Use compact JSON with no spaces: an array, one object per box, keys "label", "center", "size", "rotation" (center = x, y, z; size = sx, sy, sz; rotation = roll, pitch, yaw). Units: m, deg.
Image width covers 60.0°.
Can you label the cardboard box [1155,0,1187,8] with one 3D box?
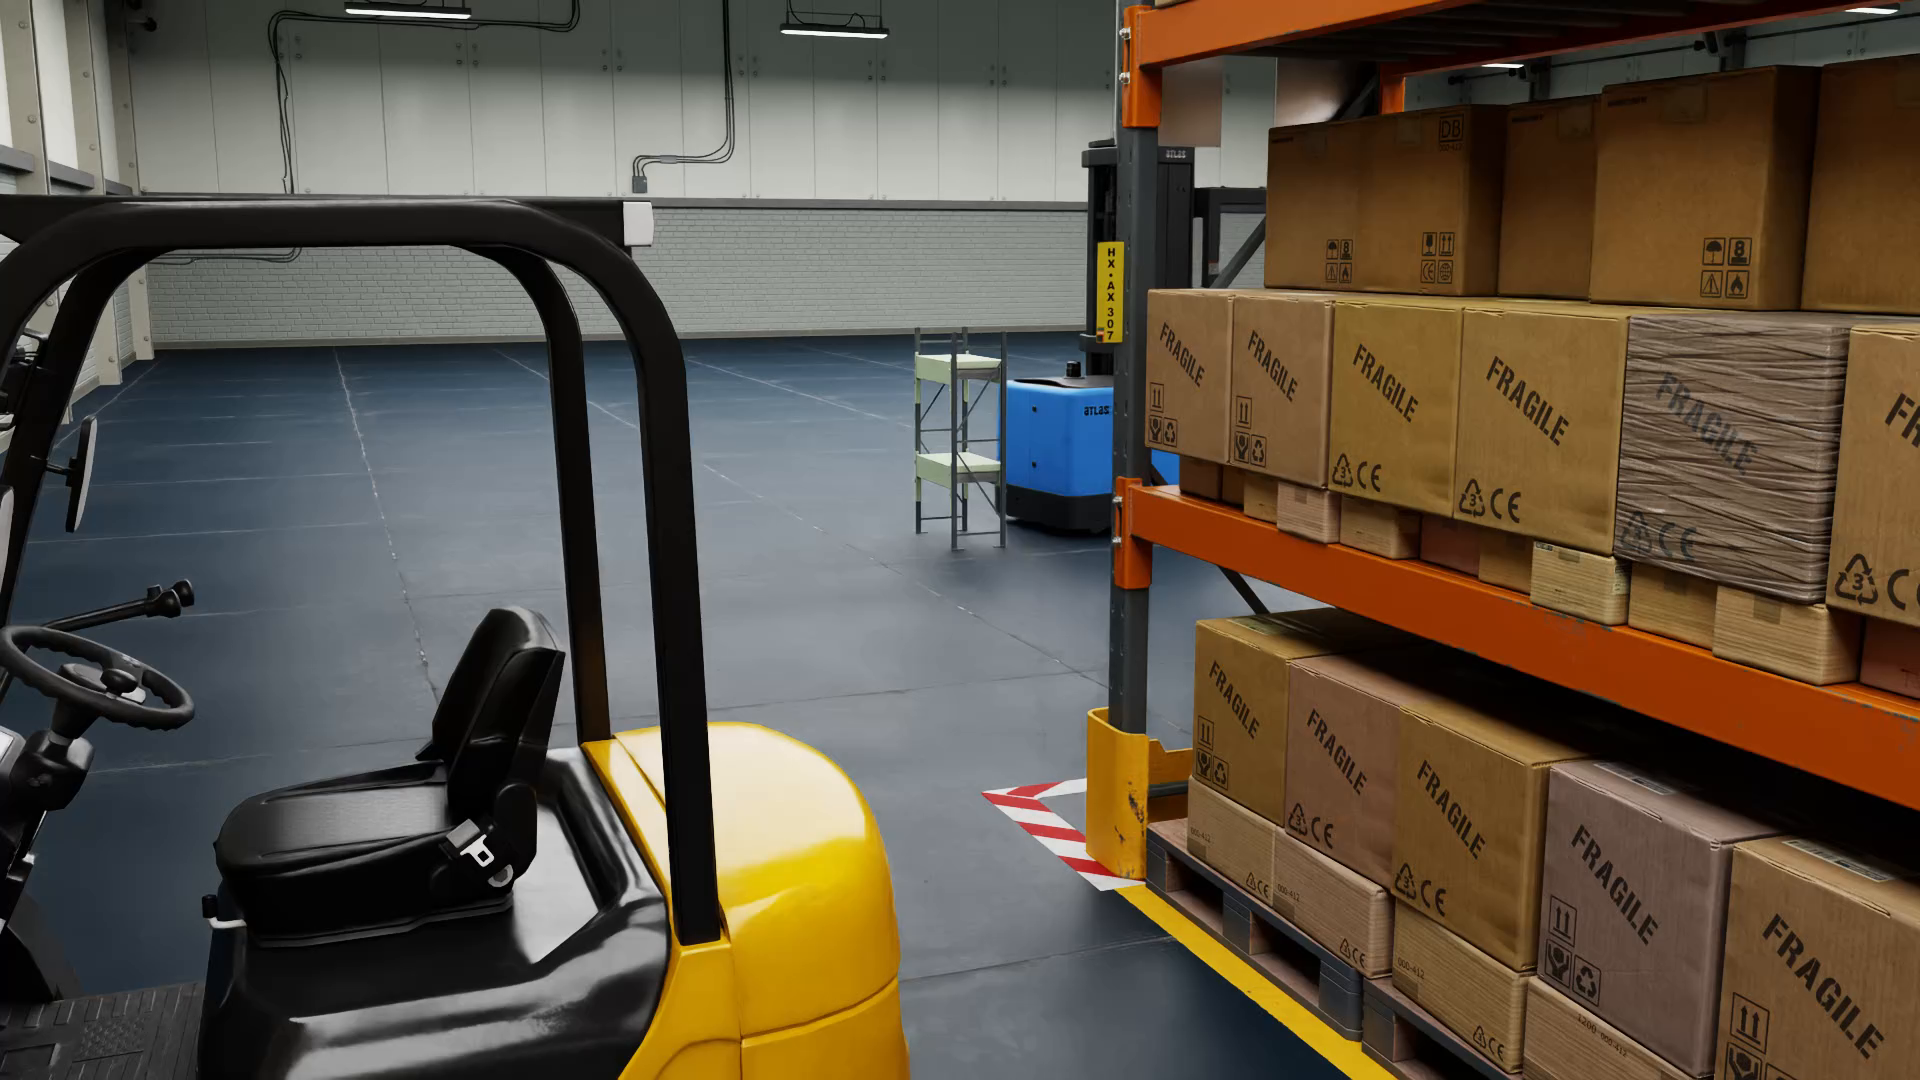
[{"label":"cardboard box","center":[0.817,-1.696,5.041],"size":[0.380,0.149,0.250],"rotation":[-4,11,-21]}]

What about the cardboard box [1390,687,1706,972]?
[{"label":"cardboard box","center":[1.411,0.681,4.038],"size":[0.500,0.500,0.500],"rotation":[-4,11,-20]}]

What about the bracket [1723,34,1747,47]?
[{"label":"bracket","center":[16.268,-10.483,34.880],"size":[0.235,0.232,0.430],"rotation":[-4,11,-21]}]

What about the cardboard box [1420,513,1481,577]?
[{"label":"cardboard box","center":[1.381,-0.013,4.143],"size":[0.380,0.149,0.250],"rotation":[-4,11,-19]}]

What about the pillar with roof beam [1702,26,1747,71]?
[{"label":"pillar with roof beam","center":[12.436,-8.528,34.167],"size":[9.100,9.000,0.548],"rotation":[-4,11,-21]}]

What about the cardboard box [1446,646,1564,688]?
[{"label":"cardboard box","center":[1.725,0.560,4.720],"size":[0.500,0.500,0.500],"rotation":[-3,11,-19]}]

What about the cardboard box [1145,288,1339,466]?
[{"label":"cardboard box","center":[0.912,-0.518,5.133],"size":[0.500,0.500,0.500],"rotation":[-4,11,-22]}]

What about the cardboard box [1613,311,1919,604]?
[{"label":"cardboard box","center":[1.671,-0.185,3.260],"size":[0.500,0.500,0.500],"rotation":[-4,11,-19]}]

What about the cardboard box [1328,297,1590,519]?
[{"label":"cardboard box","center":[1.289,-0.351,4.192],"size":[0.500,0.500,0.500],"rotation":[-4,11,-22]}]

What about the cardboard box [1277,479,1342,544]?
[{"label":"cardboard box","center":[1.104,-0.092,4.590],"size":[0.380,0.149,0.250],"rotation":[-4,11,-20]}]

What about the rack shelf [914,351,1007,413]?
[{"label":"rack shelf","center":[-0.002,-1.124,11.727],"size":[0.431,0.370,0.720],"rotation":[-4,11,-21]}]

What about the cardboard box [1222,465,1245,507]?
[{"label":"cardboard box","center":[1.034,-0.185,5.111],"size":[0.380,0.149,0.250],"rotation":[-4,11,-20]}]

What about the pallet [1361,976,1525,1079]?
[{"label":"pallet","center":[1.727,1.302,4.000],"size":[1.003,0.211,1.213],"rotation":[-4,11,-21]}]

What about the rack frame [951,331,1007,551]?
[{"label":"rack frame","center":[0.130,-0.680,11.459],"size":[0.400,1.500,0.023],"rotation":[-4,11,-21]}]

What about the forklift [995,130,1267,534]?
[{"label":"forklift","center":[1.788,-1.657,12.864],"size":[3.031,2.935,1.130],"rotation":[-6,12,-32]}]

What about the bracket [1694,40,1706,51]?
[{"label":"bracket","center":[15.967,-10.618,35.642],"size":[0.235,0.232,0.430],"rotation":[-4,11,-21]}]

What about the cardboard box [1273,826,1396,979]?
[{"label":"cardboard box","center":[1.212,0.963,4.596],"size":[0.500,0.250,0.500],"rotation":[-3,11,-19]}]

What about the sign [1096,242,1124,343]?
[{"label":"sign","center":[0.494,-0.809,5.432],"size":[0.100,0.325,0.005],"rotation":[-4,11,-21]}]

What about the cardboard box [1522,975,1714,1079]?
[{"label":"cardboard box","center":[1.602,1.134,3.635],"size":[0.500,0.250,0.500],"rotation":[-4,11,-20]}]

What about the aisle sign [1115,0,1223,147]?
[{"label":"aisle sign","center":[0.688,-1.688,5.420],"size":[0.394,0.787,0.004],"rotation":[-4,11,-21]}]

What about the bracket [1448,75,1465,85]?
[{"label":"bracket","center":[12.934,-11.985,43.322],"size":[0.235,0.232,0.430],"rotation":[-4,11,-21]}]

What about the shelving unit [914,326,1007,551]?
[{"label":"shelving unit","center":[-0.002,-0.739,11.795],"size":[0.431,1.500,0.755],"rotation":[-4,11,-21]}]

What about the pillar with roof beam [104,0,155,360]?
[{"label":"pillar with roof beam","center":[-11.072,-8.055,31.506],"size":[9.100,9.000,0.548],"rotation":[-4,11,-21]}]

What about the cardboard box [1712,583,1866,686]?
[{"label":"cardboard box","center":[1.677,0.160,3.170],"size":[0.380,0.149,0.250],"rotation":[-4,11,-22]}]

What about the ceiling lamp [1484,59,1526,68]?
[{"label":"ceiling lamp","center":[11.051,-11.709,35.382],"size":[2.000,3.185,0.800],"rotation":[-4,11,-21]}]

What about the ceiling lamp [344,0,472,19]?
[{"label":"ceiling lamp","center":[-9.258,-10.326,27.608],"size":[2.000,3.185,0.800],"rotation":[-4,11,-21]}]

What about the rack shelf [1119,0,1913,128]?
[{"label":"rack shelf","center":[1.724,-1.214,3.666],"size":[1.077,0.370,4.000],"rotation":[-4,11,-21]}]

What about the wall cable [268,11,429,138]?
[{"label":"wall cable","center":[-12.398,-9.476,33.940],"size":[3.097,2.526,0.112],"rotation":[-4,11,-21]}]

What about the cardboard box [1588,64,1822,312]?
[{"label":"cardboard box","center":[1.896,-0.786,3.783],"size":[0.700,0.500,0.500],"rotation":[-4,11,-21]}]

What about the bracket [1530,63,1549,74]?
[{"label":"bracket","center":[14.094,-11.462,40.386],"size":[0.235,0.232,0.430],"rotation":[-4,11,-21]}]

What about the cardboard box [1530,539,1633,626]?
[{"label":"cardboard box","center":[1.485,0.077,3.639],"size":[0.380,0.149,0.250],"rotation":[-4,11,-20]}]

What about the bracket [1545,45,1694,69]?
[{"label":"bracket","center":[15.028,-11.042,38.022],"size":[0.076,0.066,4.783],"rotation":[-4,11,-21]}]

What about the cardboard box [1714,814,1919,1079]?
[{"label":"cardboard box","center":[1.798,0.851,3.083],"size":[0.500,0.500,0.500],"rotation":[-4,11,-20]}]

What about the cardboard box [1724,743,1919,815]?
[{"label":"cardboard box","center":[2.095,0.729,3.770],"size":[0.500,0.500,0.500],"rotation":[-3,11,-18]}]

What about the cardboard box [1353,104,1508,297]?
[{"label":"cardboard box","center":[1.564,-0.953,4.721],"size":[0.700,0.500,0.500],"rotation":[-4,11,-20]}]

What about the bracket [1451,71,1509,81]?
[{"label":"bracket","center":[13.148,-11.888,42.780],"size":[0.076,0.066,3.189],"rotation":[-4,11,-21]}]

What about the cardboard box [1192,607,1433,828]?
[{"label":"cardboard box","center":[1.043,0.513,4.979],"size":[0.500,0.500,0.500],"rotation":[-4,11,-23]}]

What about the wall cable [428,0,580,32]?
[{"label":"wall cable","center":[-9.514,-11.911,34.646],"size":[3.097,2.526,0.112],"rotation":[-4,11,-21]}]

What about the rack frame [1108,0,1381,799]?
[{"label":"rack frame","center":[0.999,-0.417,5.701],"size":[1.000,3.000,0.127],"rotation":[-4,11,-21]}]
